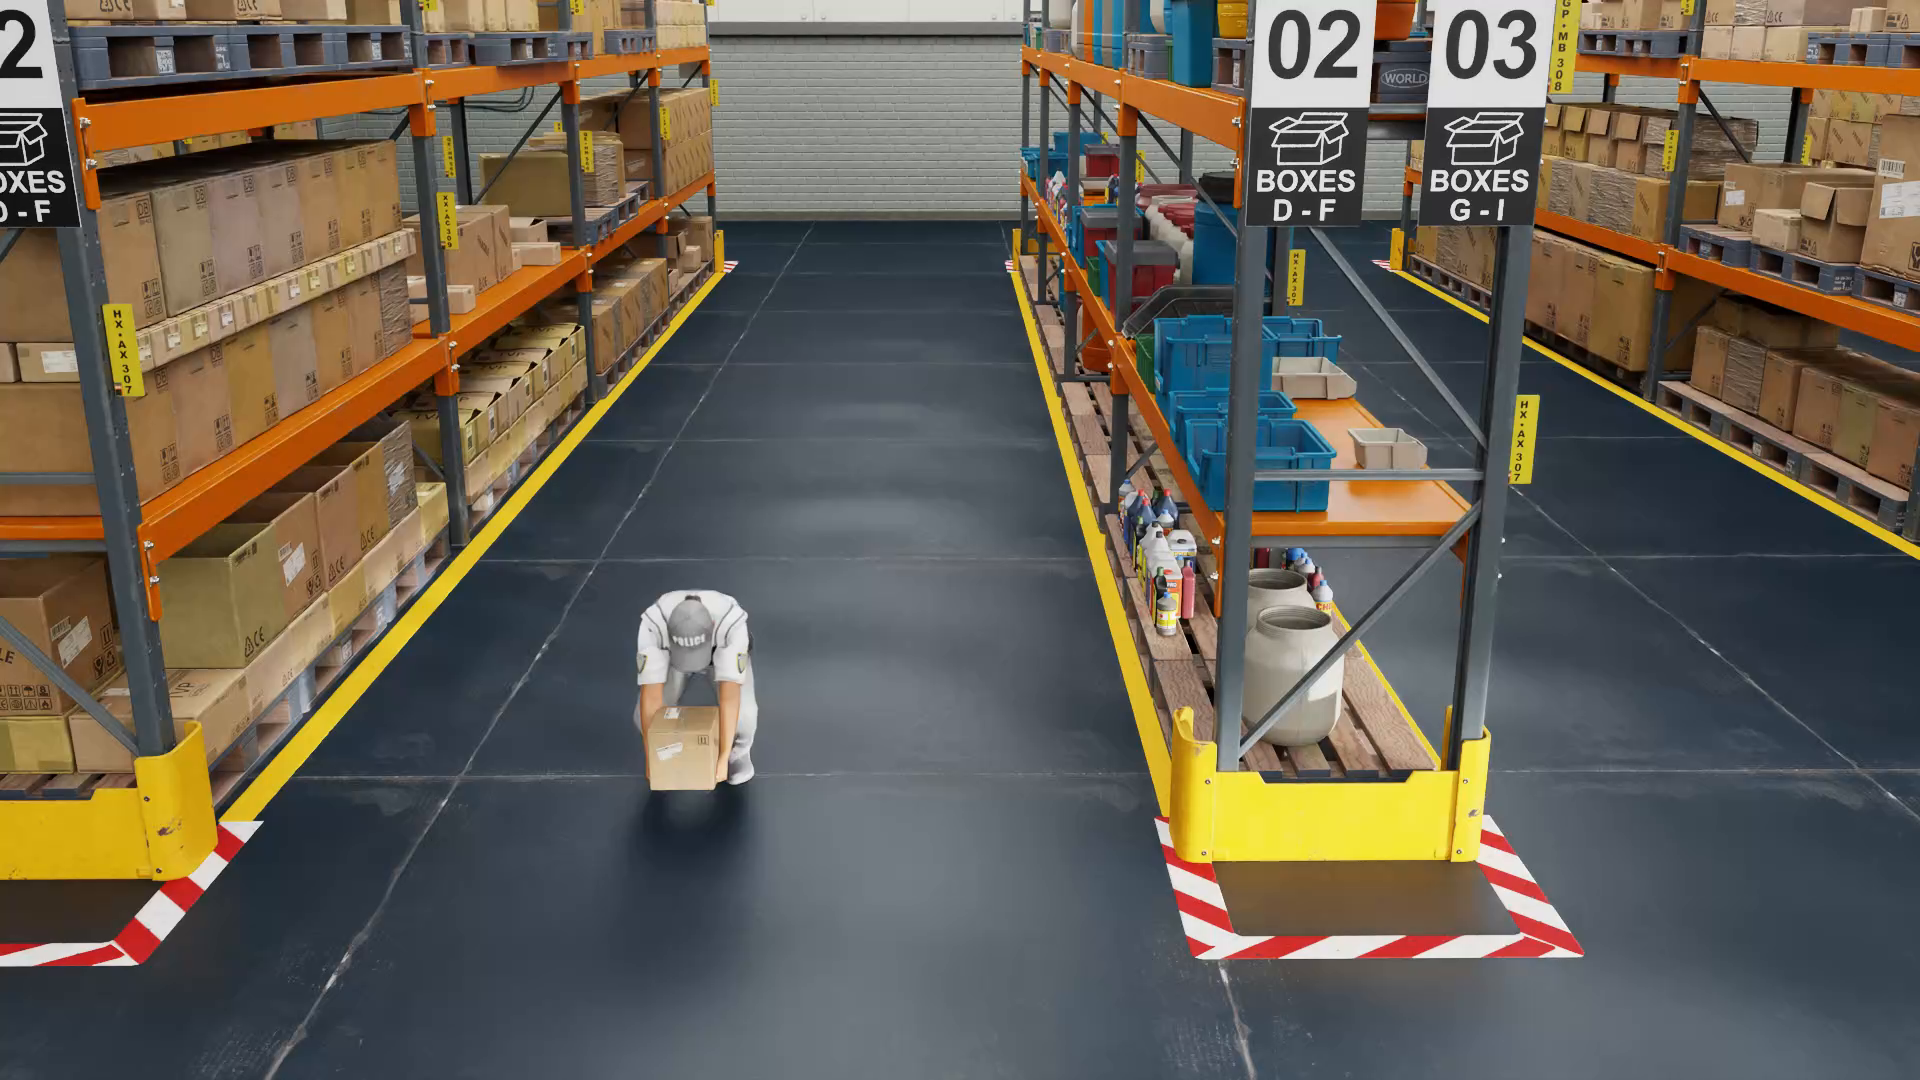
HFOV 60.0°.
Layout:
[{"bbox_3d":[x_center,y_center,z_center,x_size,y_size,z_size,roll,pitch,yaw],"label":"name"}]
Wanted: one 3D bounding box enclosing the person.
[{"bbox_3d":[-1.093,0.587,6.891,0.512,0.941,0.892,-1,17,-2],"label":"person"}]
